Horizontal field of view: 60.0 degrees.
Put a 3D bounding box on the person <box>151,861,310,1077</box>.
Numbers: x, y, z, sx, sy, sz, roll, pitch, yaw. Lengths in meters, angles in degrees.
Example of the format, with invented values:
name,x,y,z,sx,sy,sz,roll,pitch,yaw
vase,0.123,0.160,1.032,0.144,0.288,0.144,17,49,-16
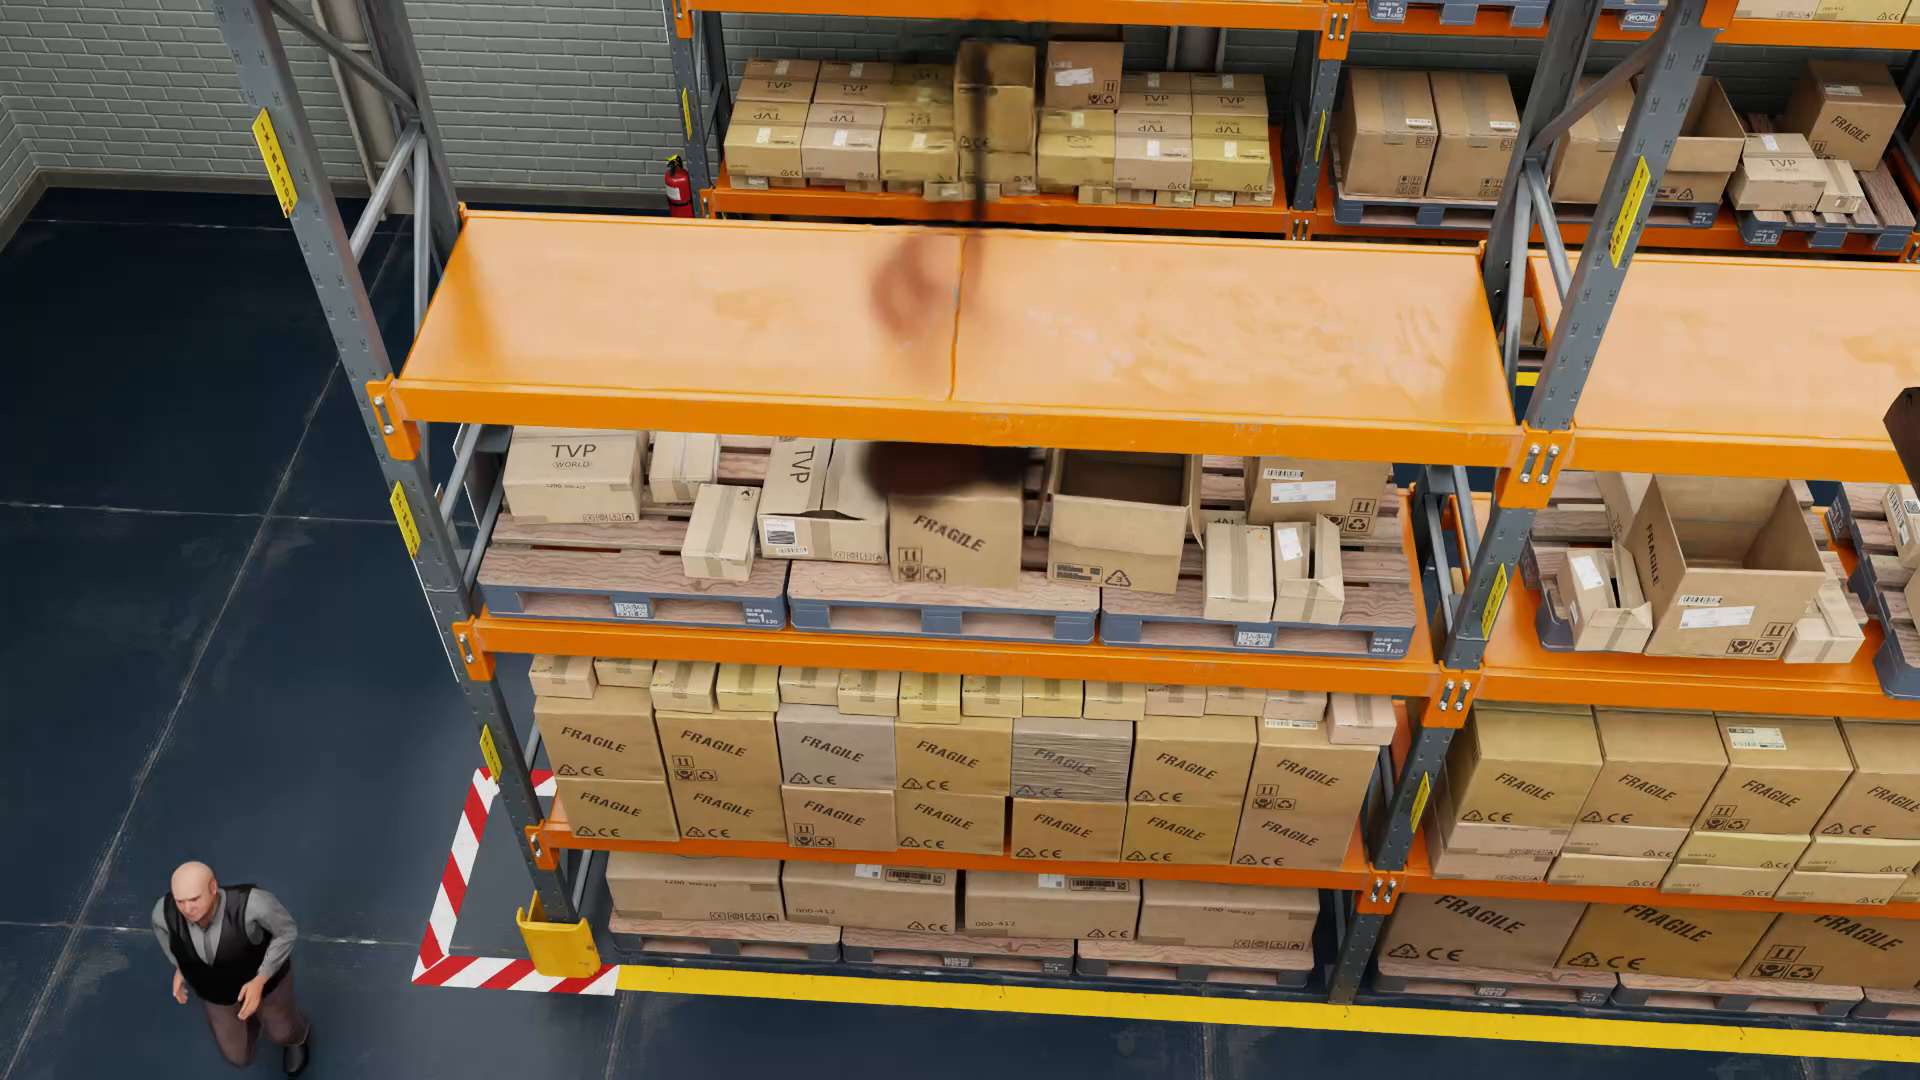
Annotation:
name,x,y,z,sx,sy,sz,roll,pitch,yaw
person,-3.354,2.049,7.758,0.653,1.673,0.574,-7,48,-6
